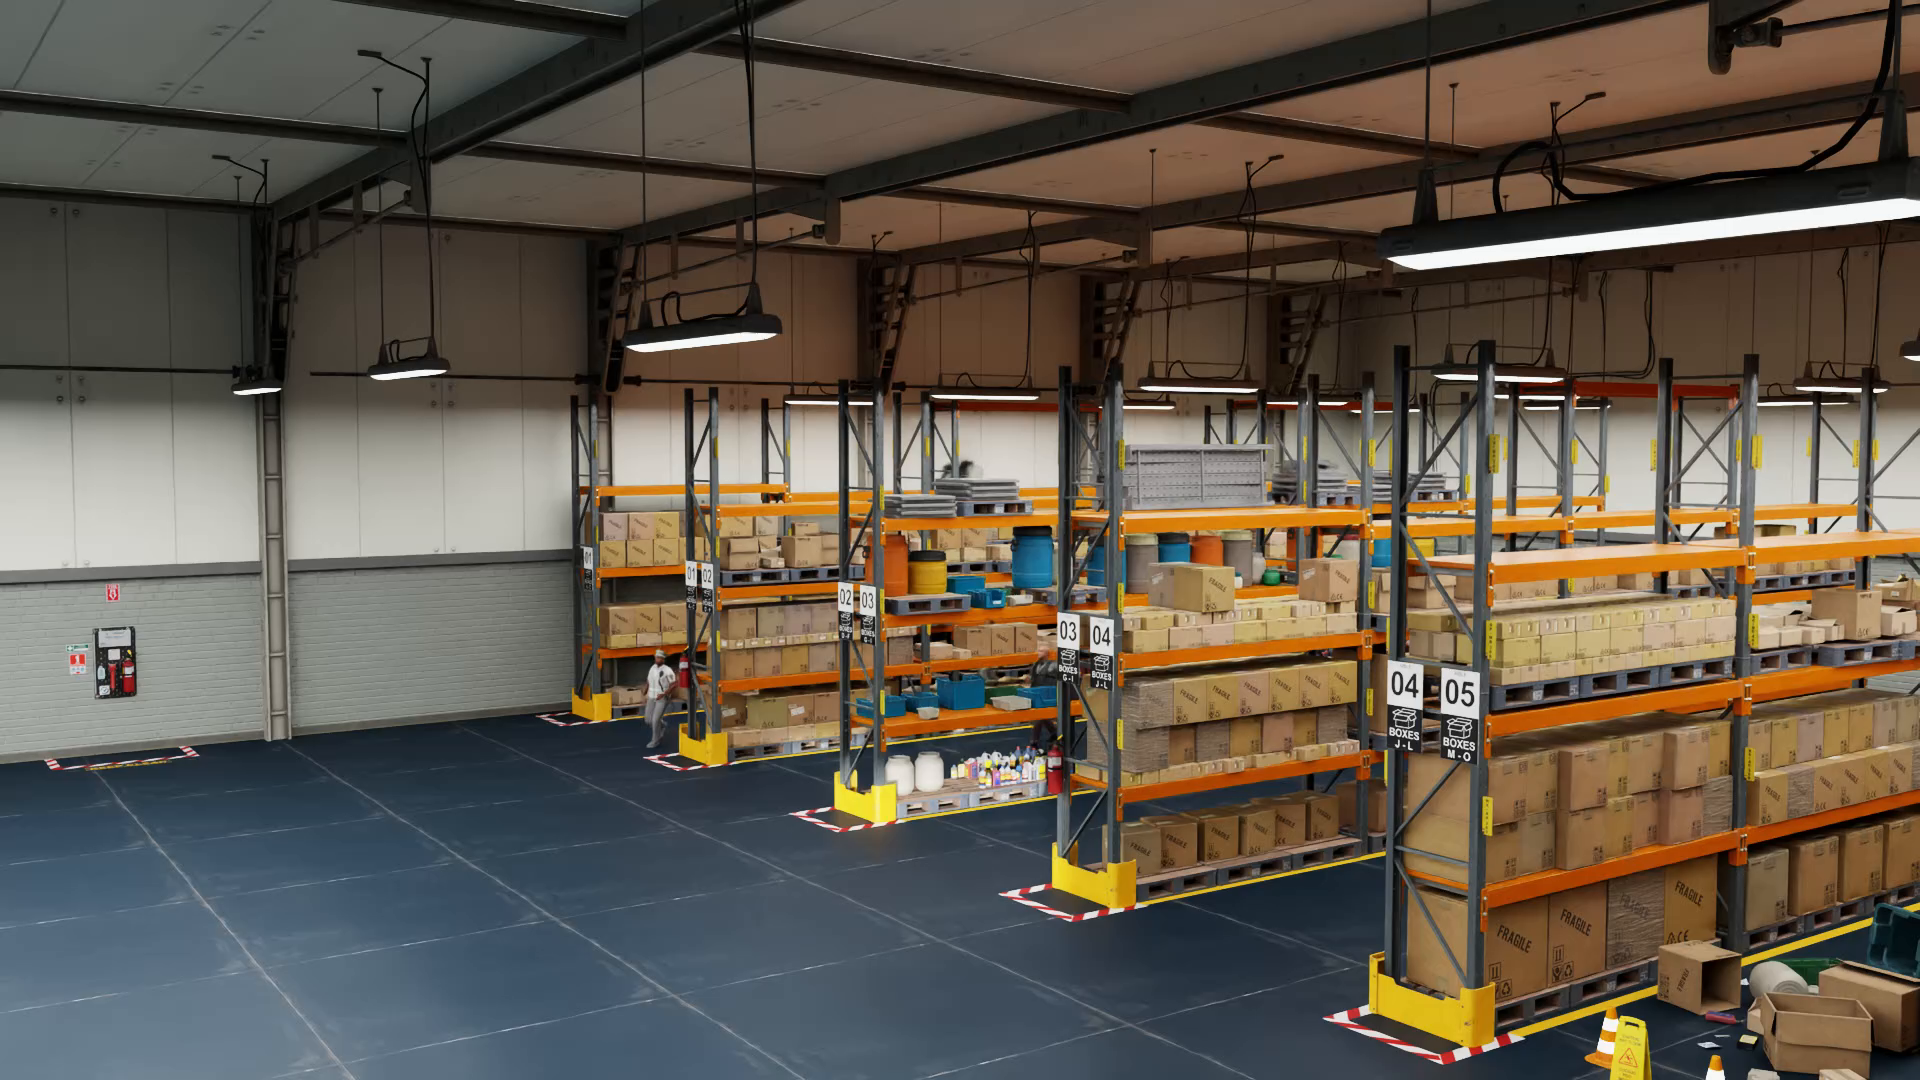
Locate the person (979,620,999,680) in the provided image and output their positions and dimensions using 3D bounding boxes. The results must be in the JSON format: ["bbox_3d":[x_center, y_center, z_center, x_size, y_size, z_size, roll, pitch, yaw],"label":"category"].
[{"bbox_3d":[0.559,2.315,33.274,0.831,1.721,0.566,-3,5,-43],"label":"person"}]

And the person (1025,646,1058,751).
[{"bbox_3d":[1.382,2.637,27.727,0.953,1.725,0.661,-3,5,-41],"label":"person"}]

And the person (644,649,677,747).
[{"bbox_3d":[-5.030,2.661,28.119,0.600,1.657,0.544,2,4,27],"label":"person"}]
